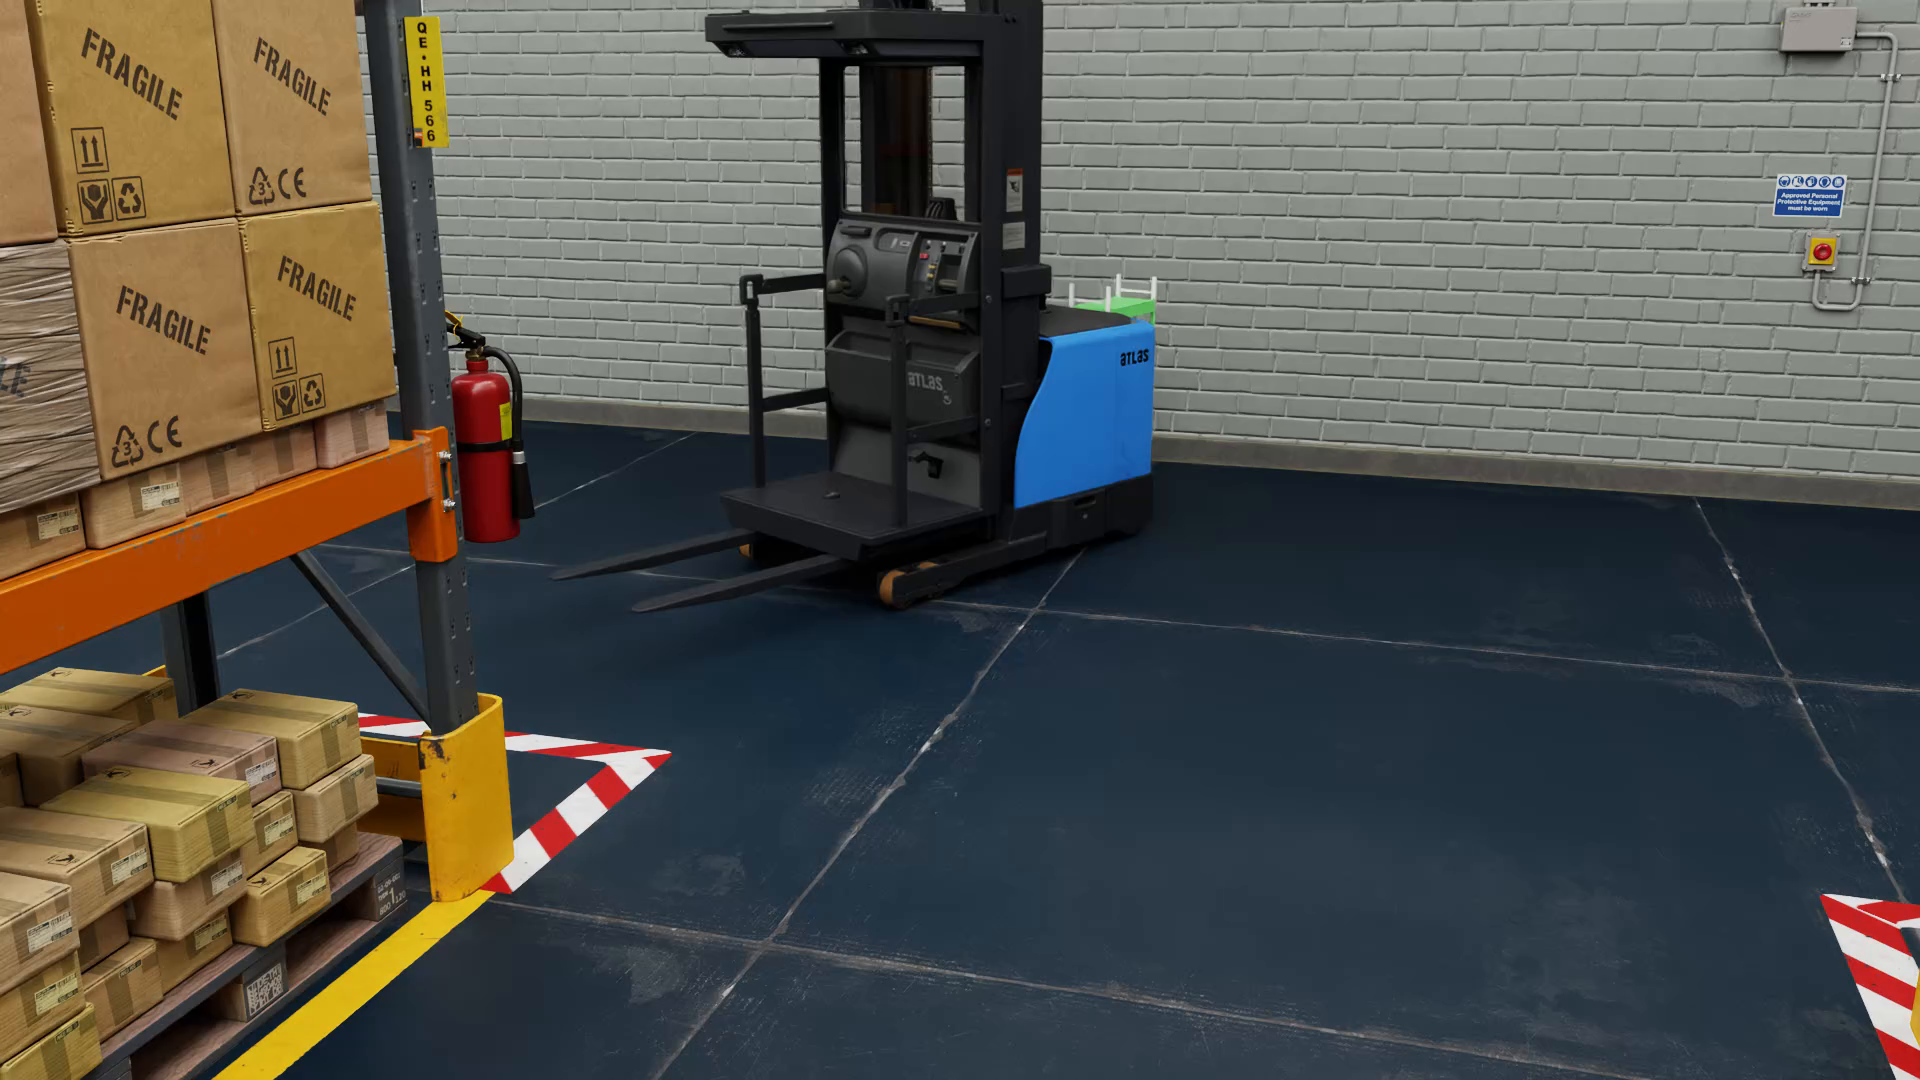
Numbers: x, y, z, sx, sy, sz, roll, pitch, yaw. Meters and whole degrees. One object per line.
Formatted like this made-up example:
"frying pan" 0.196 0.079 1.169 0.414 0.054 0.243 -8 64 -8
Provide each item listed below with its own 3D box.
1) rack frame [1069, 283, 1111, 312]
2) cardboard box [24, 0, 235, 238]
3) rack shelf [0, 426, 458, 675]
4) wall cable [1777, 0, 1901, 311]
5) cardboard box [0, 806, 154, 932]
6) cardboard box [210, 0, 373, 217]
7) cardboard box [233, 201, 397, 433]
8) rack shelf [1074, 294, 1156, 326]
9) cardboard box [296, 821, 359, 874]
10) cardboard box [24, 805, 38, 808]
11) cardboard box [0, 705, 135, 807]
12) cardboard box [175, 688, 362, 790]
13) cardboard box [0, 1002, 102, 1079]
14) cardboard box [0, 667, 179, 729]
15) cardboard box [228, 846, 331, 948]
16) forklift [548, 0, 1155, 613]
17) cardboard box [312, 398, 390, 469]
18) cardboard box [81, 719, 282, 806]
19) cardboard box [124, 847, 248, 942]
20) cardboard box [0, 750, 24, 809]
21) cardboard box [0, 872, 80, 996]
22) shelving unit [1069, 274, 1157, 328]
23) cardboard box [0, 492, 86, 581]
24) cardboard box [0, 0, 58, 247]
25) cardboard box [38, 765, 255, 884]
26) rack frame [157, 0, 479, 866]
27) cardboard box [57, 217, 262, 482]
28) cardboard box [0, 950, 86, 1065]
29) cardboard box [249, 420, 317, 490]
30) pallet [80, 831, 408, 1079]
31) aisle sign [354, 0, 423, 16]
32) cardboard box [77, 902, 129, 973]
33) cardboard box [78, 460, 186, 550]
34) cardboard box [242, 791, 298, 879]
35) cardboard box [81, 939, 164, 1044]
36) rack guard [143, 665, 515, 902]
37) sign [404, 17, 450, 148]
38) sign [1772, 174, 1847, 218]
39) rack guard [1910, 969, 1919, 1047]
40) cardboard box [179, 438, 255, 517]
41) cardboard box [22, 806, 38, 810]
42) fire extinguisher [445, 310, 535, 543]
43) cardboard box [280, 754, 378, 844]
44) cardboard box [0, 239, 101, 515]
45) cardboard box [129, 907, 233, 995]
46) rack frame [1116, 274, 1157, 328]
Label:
"rack frame" 0.671 -0.737 8.729 0.240 1.200 0.015 11 19 33
"cardboard box" -1.941 -0.923 3.526 0.500 0.500 0.500 4 16 14
"rack shelf" -2.473 0.347 2.927 1.077 0.370 4.000 5 16 16
"wall cable" 4.450 -2.146 8.478 0.585 1.953 0.123 5 16 16
"cardboard box" -2.025 0.721 3.656 0.380 0.149 0.250 4 16 14
"cardboard box" -1.797 -1.056 3.993 0.500 0.500 0.500 4 16 15
"cardboard box" -1.786 -0.576 4.135 0.500 0.500 0.500 5 17 17
"rack shelf" 0.810 -1.192 8.808 0.258 0.148 0.480 11 19 33
"cardboard box" -1.855 0.801 4.463 0.380 0.149 0.250 5 17 17
"cardboard box" -2.432 0.688 4.315 0.380 0.149 0.250 5 16 16
"cardboard box" -2.343 0.553 4.247 0.380 0.149 0.250 5 17 17
"cardboard box" -1.813 0.519 4.367 0.380 0.149 0.250 5 17 17
"cardboard box" -2.058 1.076 3.494 0.380 0.149 0.250 4 16 13
"cardboard box" -2.380 0.472 4.534 0.380 0.149 0.250 4 16 13
"cardboard box" -1.831 0.876 4.198 0.380 0.149 0.250 5 17 18
"forklift" -0.420 -1.269 7.431 3.031 2.935 1.130 -15 22 -43
"cardboard box" -1.727 -0.294 4.330 0.380 0.149 0.250 5 16 16
"cardboard box" -1.939 0.580 4.151 0.380 0.149 0.250 5 17 17
"cardboard box" -1.927 0.800 3.920 0.380 0.149 0.250 4 16 14
"cardboard box" -2.537 0.609 4.050 0.380 0.149 0.250 5 16 16
"cardboard box" -2.048 0.795 3.393 0.380 0.149 0.250 5 17 18
"shelving unit" 0.810 -0.792 8.922 0.258 1.200 0.503 11 19 33
"cardboard box" -2.043 -0.030 3.399 0.380 0.149 0.250 4 16 13
"cardboard box" -2.080 -0.786 3.044 0.500 0.500 0.500 6 17 19
"cardboard box" -1.891 0.658 3.877 0.380 0.149 0.250 4 16 15
"rack frame" -1.905 -0.522 4.674 1.000 3.000 0.127 5 16 16
"cardboard box" -1.937 -0.442 3.661 0.500 0.500 0.500 4 16 15
"cardboard box" -2.062 0.937 3.439 0.380 0.149 0.250 5 17 17
"cardboard box" -1.833 -0.232 4.111 0.380 0.149 0.250 5 16 16
"pallet" -2.191 1.049 4.245 1.003 0.211 1.213 5 16 16
"aisle sign" -1.597 -1.769 4.304 0.394 0.787 0.004 5 16 16
"cardboard box" -2.102 0.863 3.701 0.380 0.149 0.250 4 16 15
"cardboard box" -1.940 -0.097 3.634 0.380 0.149 0.250 5 17 17
"cardboard box" -1.907 0.728 4.174 0.380 0.149 0.250 4 16 15
"cardboard box" -2.046 1.004 3.747 0.380 0.149 0.250 5 17 16
"rack guard" -1.927 0.700 4.945 1.175 0.500 0.348 5 16 16
"sign" -1.379 -1.183 4.303 0.100 0.325 0.005 5 16 16
"sign" 4.421 -1.792 8.654 0.327 0.218 0.001 5 16 16
"rack guard" 2.876 1.031 3.777 1.175 0.500 0.348 5 16 16
"cardboard box" -1.890 -0.165 3.876 0.380 0.149 0.250 4 16 15
"cardboard box" -2.417 0.759 4.065 0.380 0.149 0.250 5 17 17
"fire extinguisher" -1.391 -0.336 4.841 0.296 0.674 0.183 5 16 16
"cardboard box" -1.781 0.664 4.400 0.380 0.149 0.250 4 16 14
"cardboard box" -2.072 -0.308 3.191 0.500 0.500 0.500 5 16 16
"cardboard box" -1.988 0.939 3.978 0.380 0.149 0.250 5 16 16
"rack frame" 0.950 -0.846 9.114 0.240 1.200 0.015 11 19 33
